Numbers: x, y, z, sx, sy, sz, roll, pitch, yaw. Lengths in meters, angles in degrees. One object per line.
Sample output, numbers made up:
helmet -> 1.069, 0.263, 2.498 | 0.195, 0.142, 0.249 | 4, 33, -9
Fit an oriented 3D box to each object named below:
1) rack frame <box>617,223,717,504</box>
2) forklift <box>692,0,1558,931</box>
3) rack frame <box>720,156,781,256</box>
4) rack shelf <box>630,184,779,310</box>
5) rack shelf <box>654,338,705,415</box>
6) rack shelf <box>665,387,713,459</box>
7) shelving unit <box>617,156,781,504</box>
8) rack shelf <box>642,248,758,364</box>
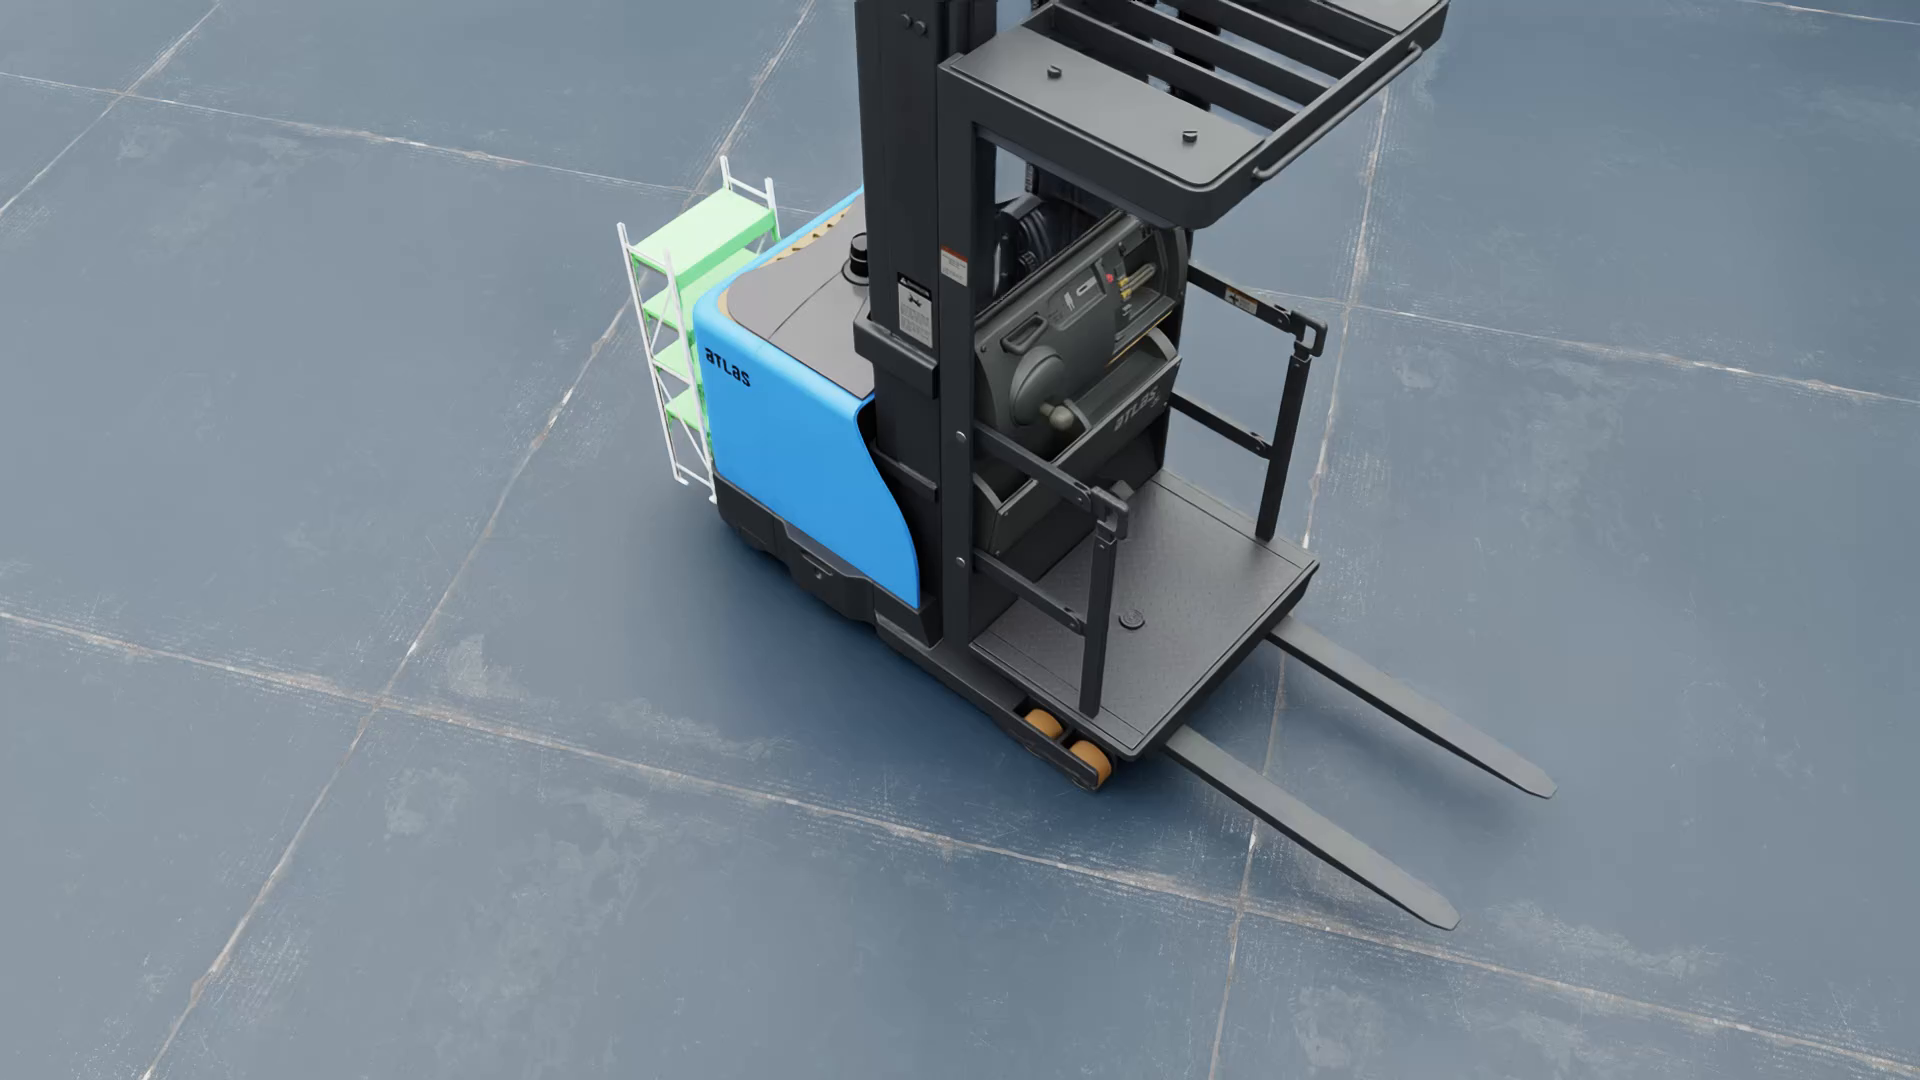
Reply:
rack frame -> -1.032, -0.599, 5.970 | 0.240, 1.200, 0.015 | 30, 55, 27
forklift -> 0.533, -0.595, 4.820 | 3.031, 2.935, 1.130 | 33, 56, 26
rack frame -> -0.722, -0.882, 6.220 | 0.240, 1.200, 0.015 | 30, 55, 27
rack shelf -> -0.893, -1.026, 5.792 | 0.258, 0.148, 0.480 | 30, 55, 27
rack shelf -> -0.875, -0.697, 6.141 | 0.258, 0.148, 0.480 | 30, 55, 27
rack shelf -> -0.866, -0.533, 6.316 | 0.258, 0.148, 0.480 | 30, 55, 27
shelving unit -> -0.877, -0.741, 6.095 | 0.258, 1.200, 0.503 | 30, 55, 27
rack shelf -> -0.884, -0.861, 5.967 | 0.258, 0.148, 0.480 | 30, 55, 27
